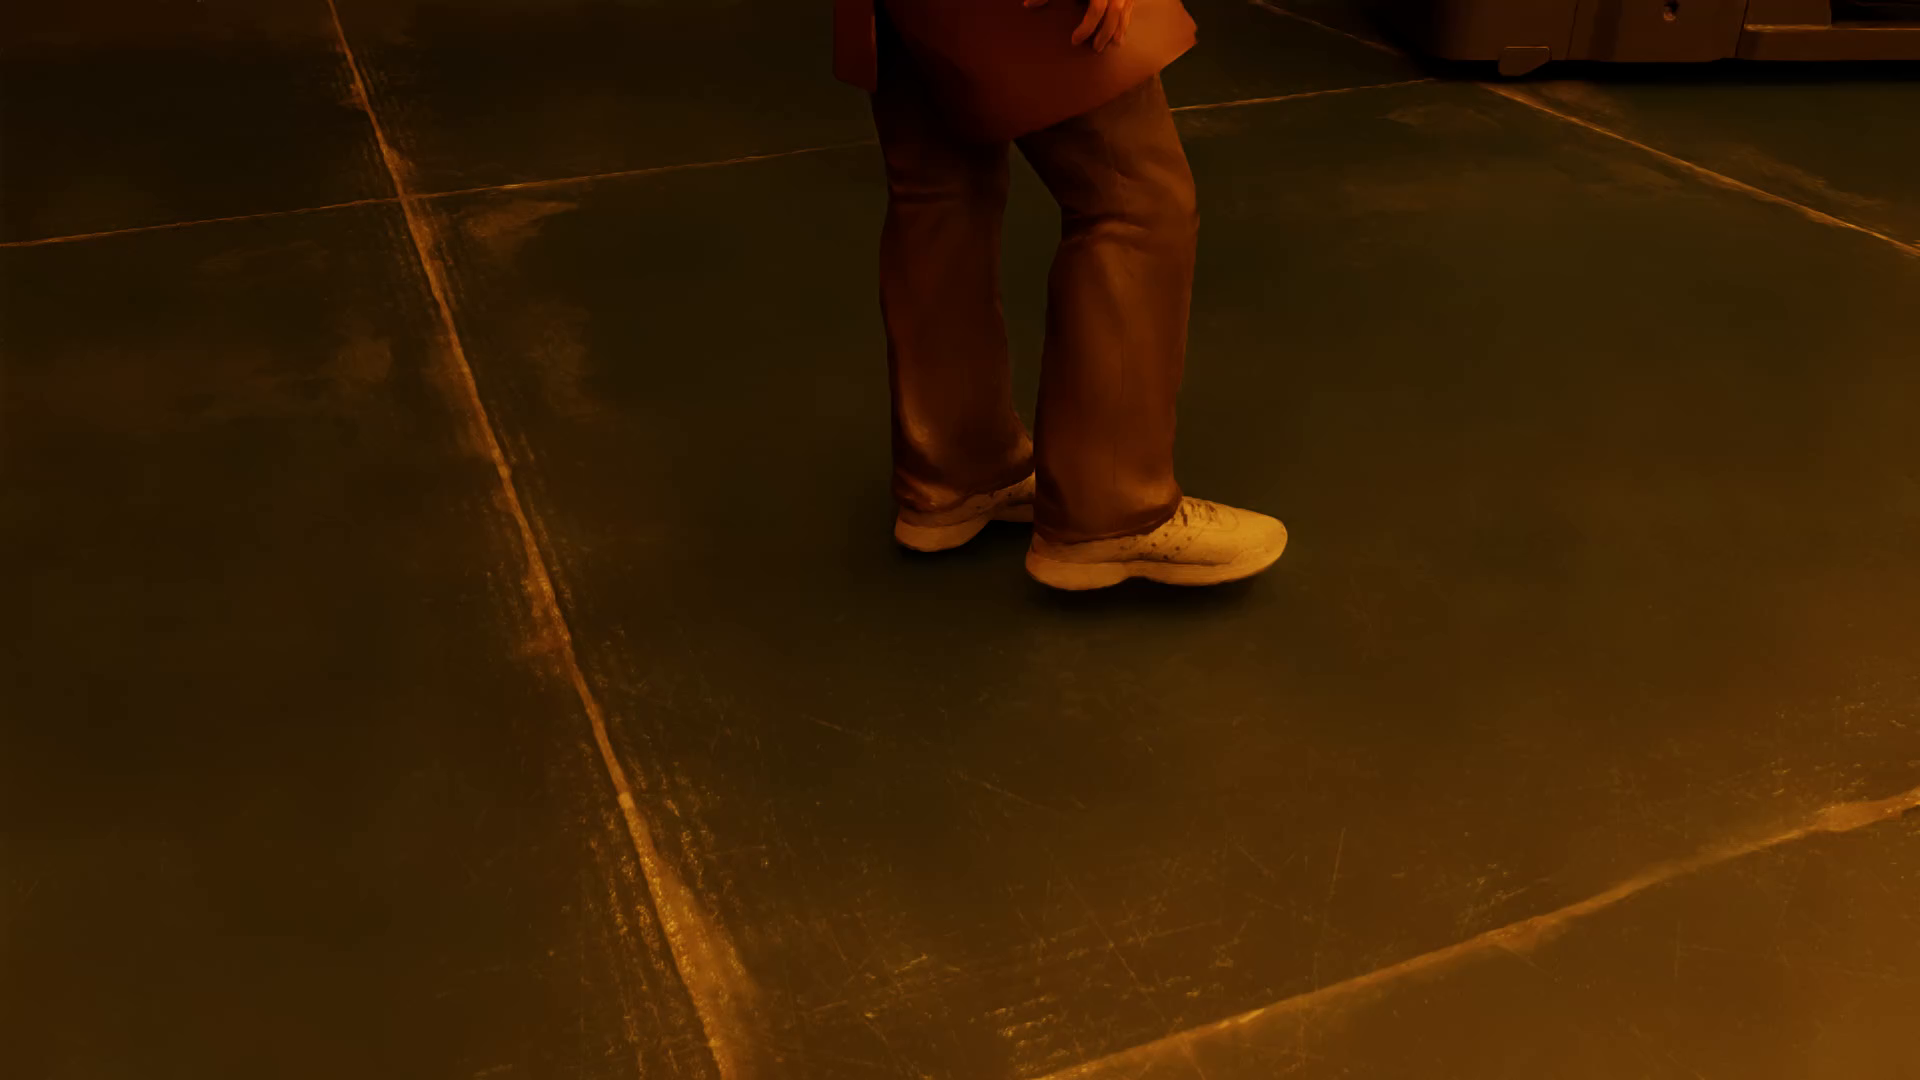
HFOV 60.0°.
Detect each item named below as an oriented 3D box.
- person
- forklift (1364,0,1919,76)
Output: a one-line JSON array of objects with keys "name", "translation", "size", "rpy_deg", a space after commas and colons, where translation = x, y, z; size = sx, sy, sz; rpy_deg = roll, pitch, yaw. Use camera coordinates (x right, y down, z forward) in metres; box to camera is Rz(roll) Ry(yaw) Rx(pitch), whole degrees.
[{"name": "person", "translation": [0.085, -0.806, 2.075], "size": [0.586, 1.734, 0.694], "rpy_deg": [-11, 32, -19]}, {"name": "forklift", "translation": [2.854, -2.866, 4.571], "size": [3.031, 2.935, 1.130], "rpy_deg": [-1, 30, -2]}]
